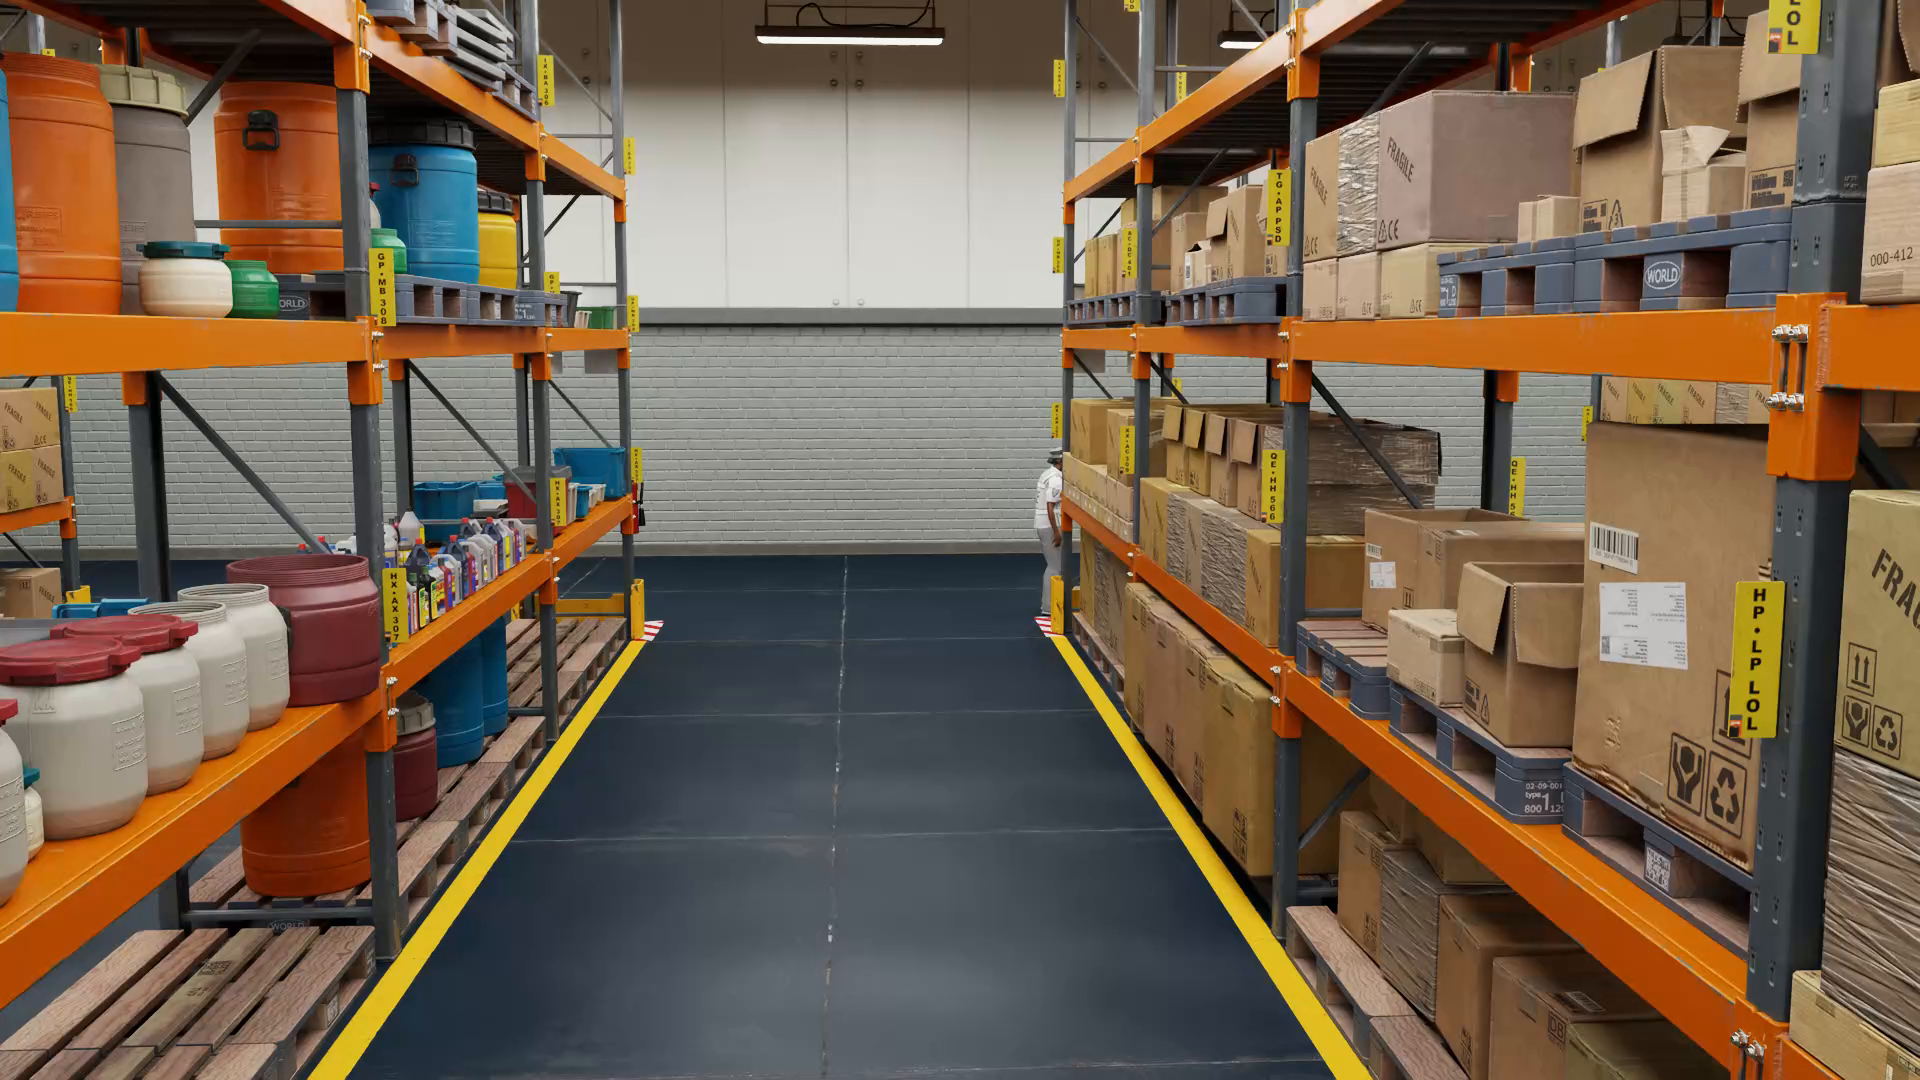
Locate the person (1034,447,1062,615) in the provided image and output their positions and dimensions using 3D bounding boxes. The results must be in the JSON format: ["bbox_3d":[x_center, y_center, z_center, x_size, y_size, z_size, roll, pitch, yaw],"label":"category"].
[{"bbox_3d":[0.939,-0.095,16.535,0.399,1.657,0.512,0,7,3],"label":"person"}]
